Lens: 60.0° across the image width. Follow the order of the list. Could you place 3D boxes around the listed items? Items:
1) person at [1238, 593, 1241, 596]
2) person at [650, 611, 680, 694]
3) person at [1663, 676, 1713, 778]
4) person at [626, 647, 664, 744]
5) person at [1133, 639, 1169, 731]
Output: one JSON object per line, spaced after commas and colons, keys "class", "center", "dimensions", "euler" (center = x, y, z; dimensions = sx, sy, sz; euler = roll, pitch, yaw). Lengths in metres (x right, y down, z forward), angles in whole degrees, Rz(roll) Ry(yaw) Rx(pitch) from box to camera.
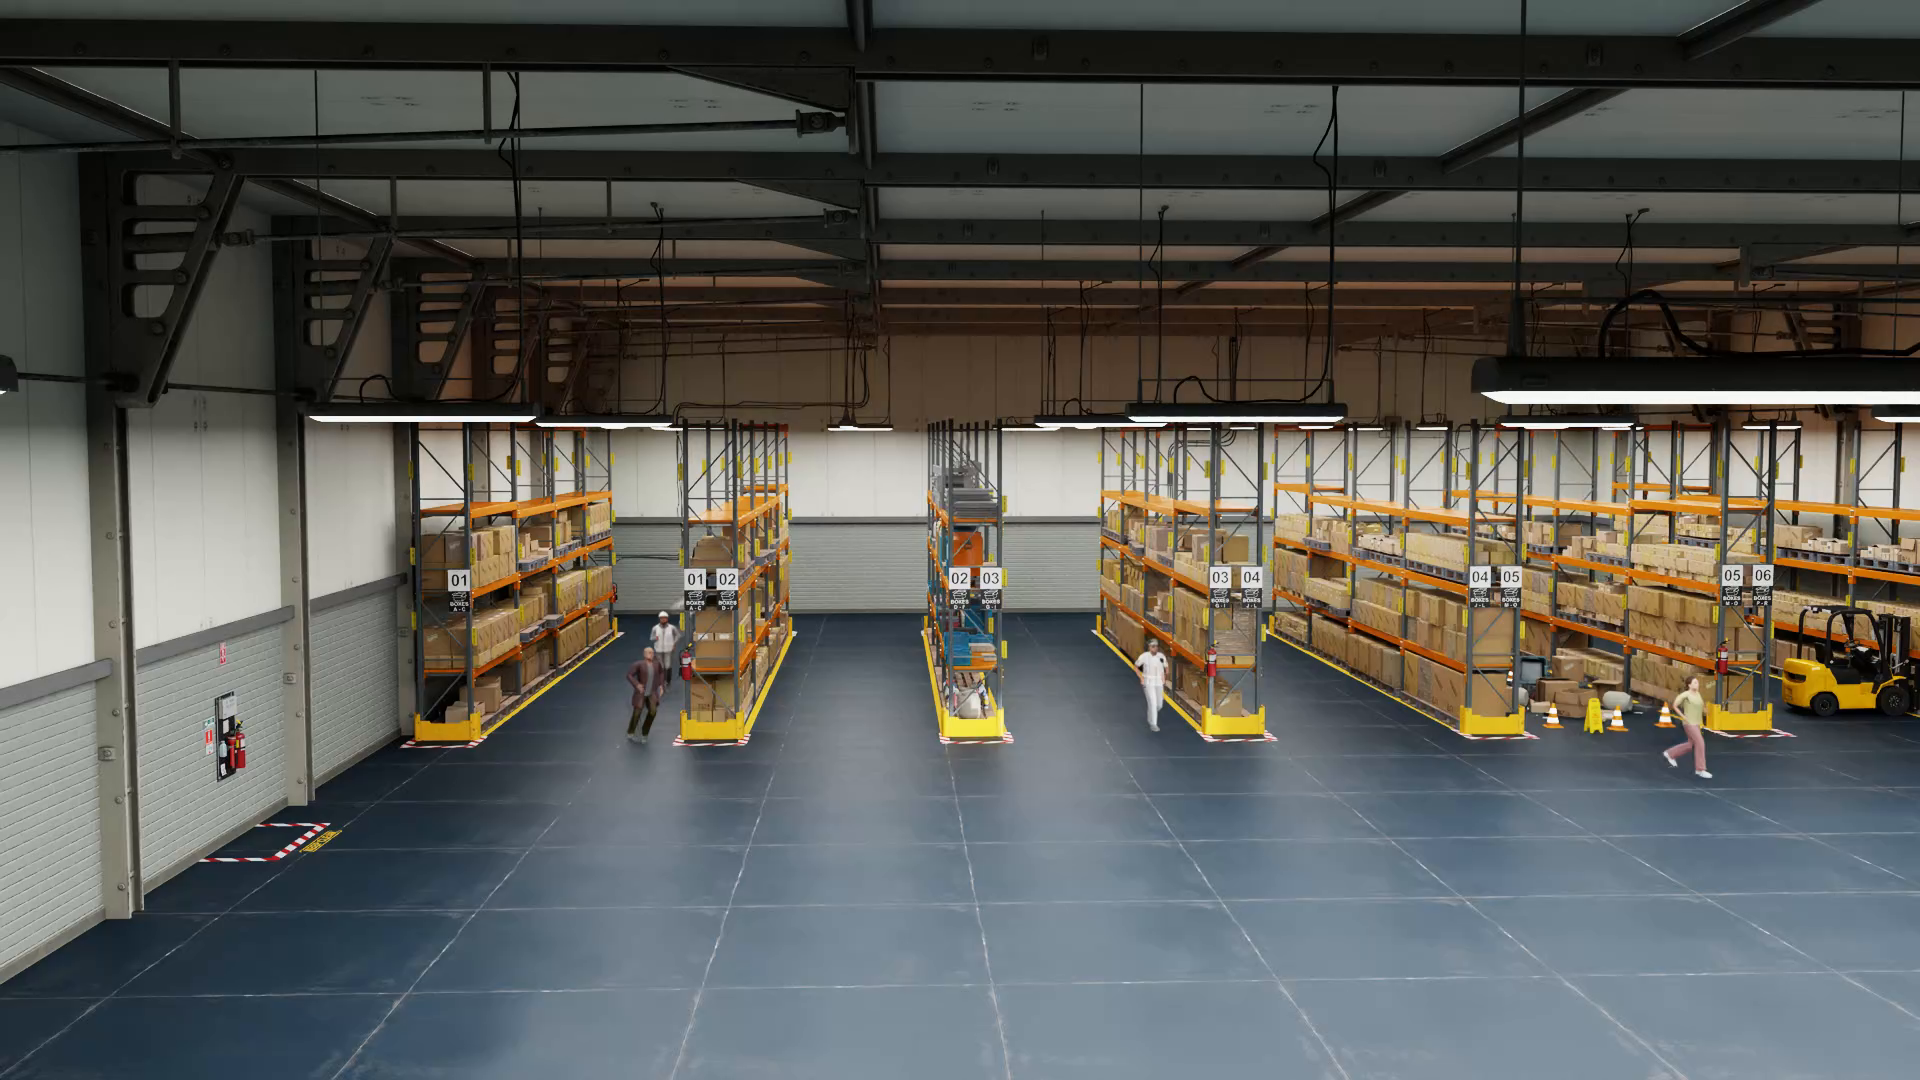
{"class": "person", "center": [7.778, 1.996, 45.166], "dimensions": [0.589, 1.704, 0.680], "euler": [0, 4, -4]}
{"class": "person", "center": [-6.540, 2.488, 36.774], "dimensions": [0.637, 1.814, 0.711], "euler": [0, 4, -1]}
{"class": "person", "center": [12.260, 3.107, 27.942], "dimensions": [0.569, 1.673, 0.851], "euler": [-3, 5, -39]}
{"class": "person", "center": [-5.828, 2.883, 30.918], "dimensions": [0.771, 1.789, 0.729], "euler": [-2, 4, -26]}
{"class": "person", "center": [3.719, 2.776, 32.220], "dimensions": [0.684, 1.764, 0.768], "euler": [-1, 4, -14]}
